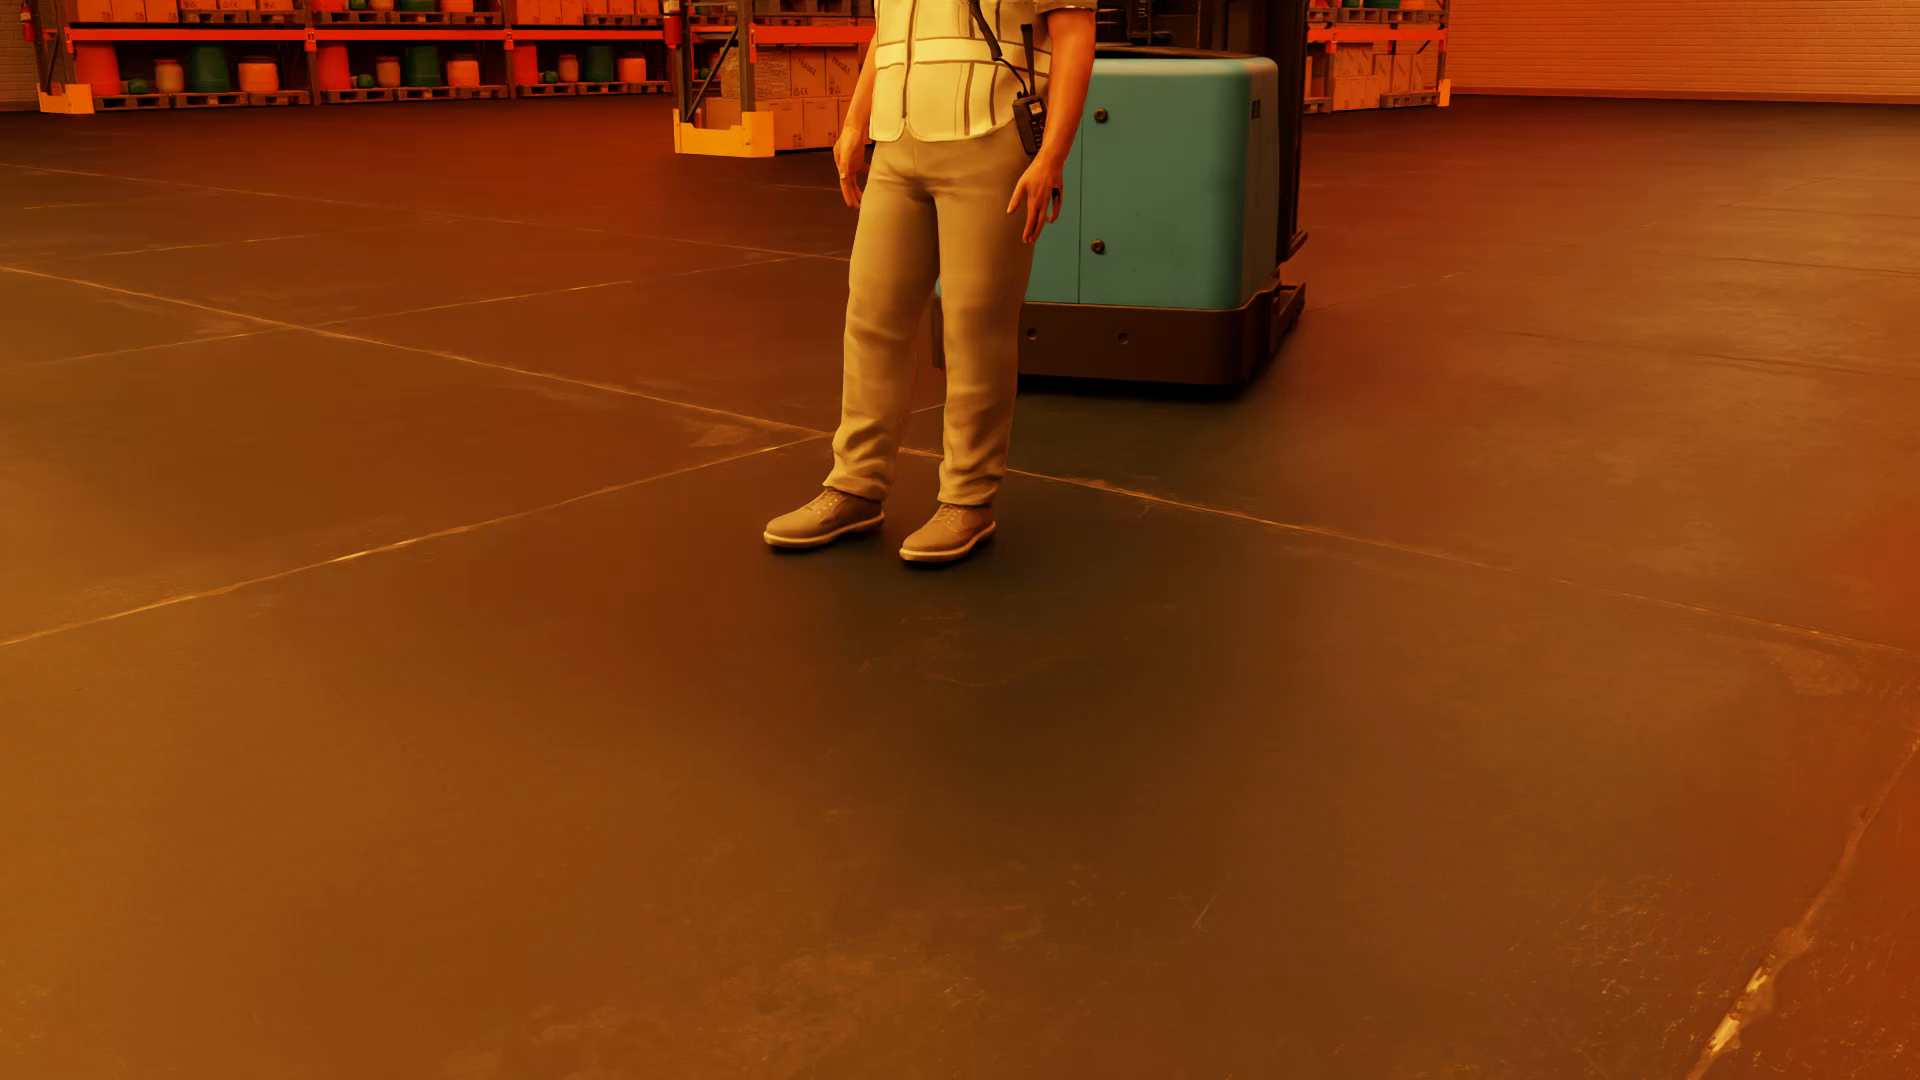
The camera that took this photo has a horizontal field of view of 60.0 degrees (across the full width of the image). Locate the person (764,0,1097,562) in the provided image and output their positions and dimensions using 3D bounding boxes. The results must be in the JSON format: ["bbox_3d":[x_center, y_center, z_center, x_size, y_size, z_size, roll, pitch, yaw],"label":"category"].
[{"bbox_3d":[-0.058,-0.845,3.630,0.641,1.781,0.574,13,21,37],"label":"person"}]

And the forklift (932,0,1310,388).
[{"bbox_3d":[0.817,-2.286,6.425,1.130,2.935,3.031,5,18,16],"label":"forklift"}]
